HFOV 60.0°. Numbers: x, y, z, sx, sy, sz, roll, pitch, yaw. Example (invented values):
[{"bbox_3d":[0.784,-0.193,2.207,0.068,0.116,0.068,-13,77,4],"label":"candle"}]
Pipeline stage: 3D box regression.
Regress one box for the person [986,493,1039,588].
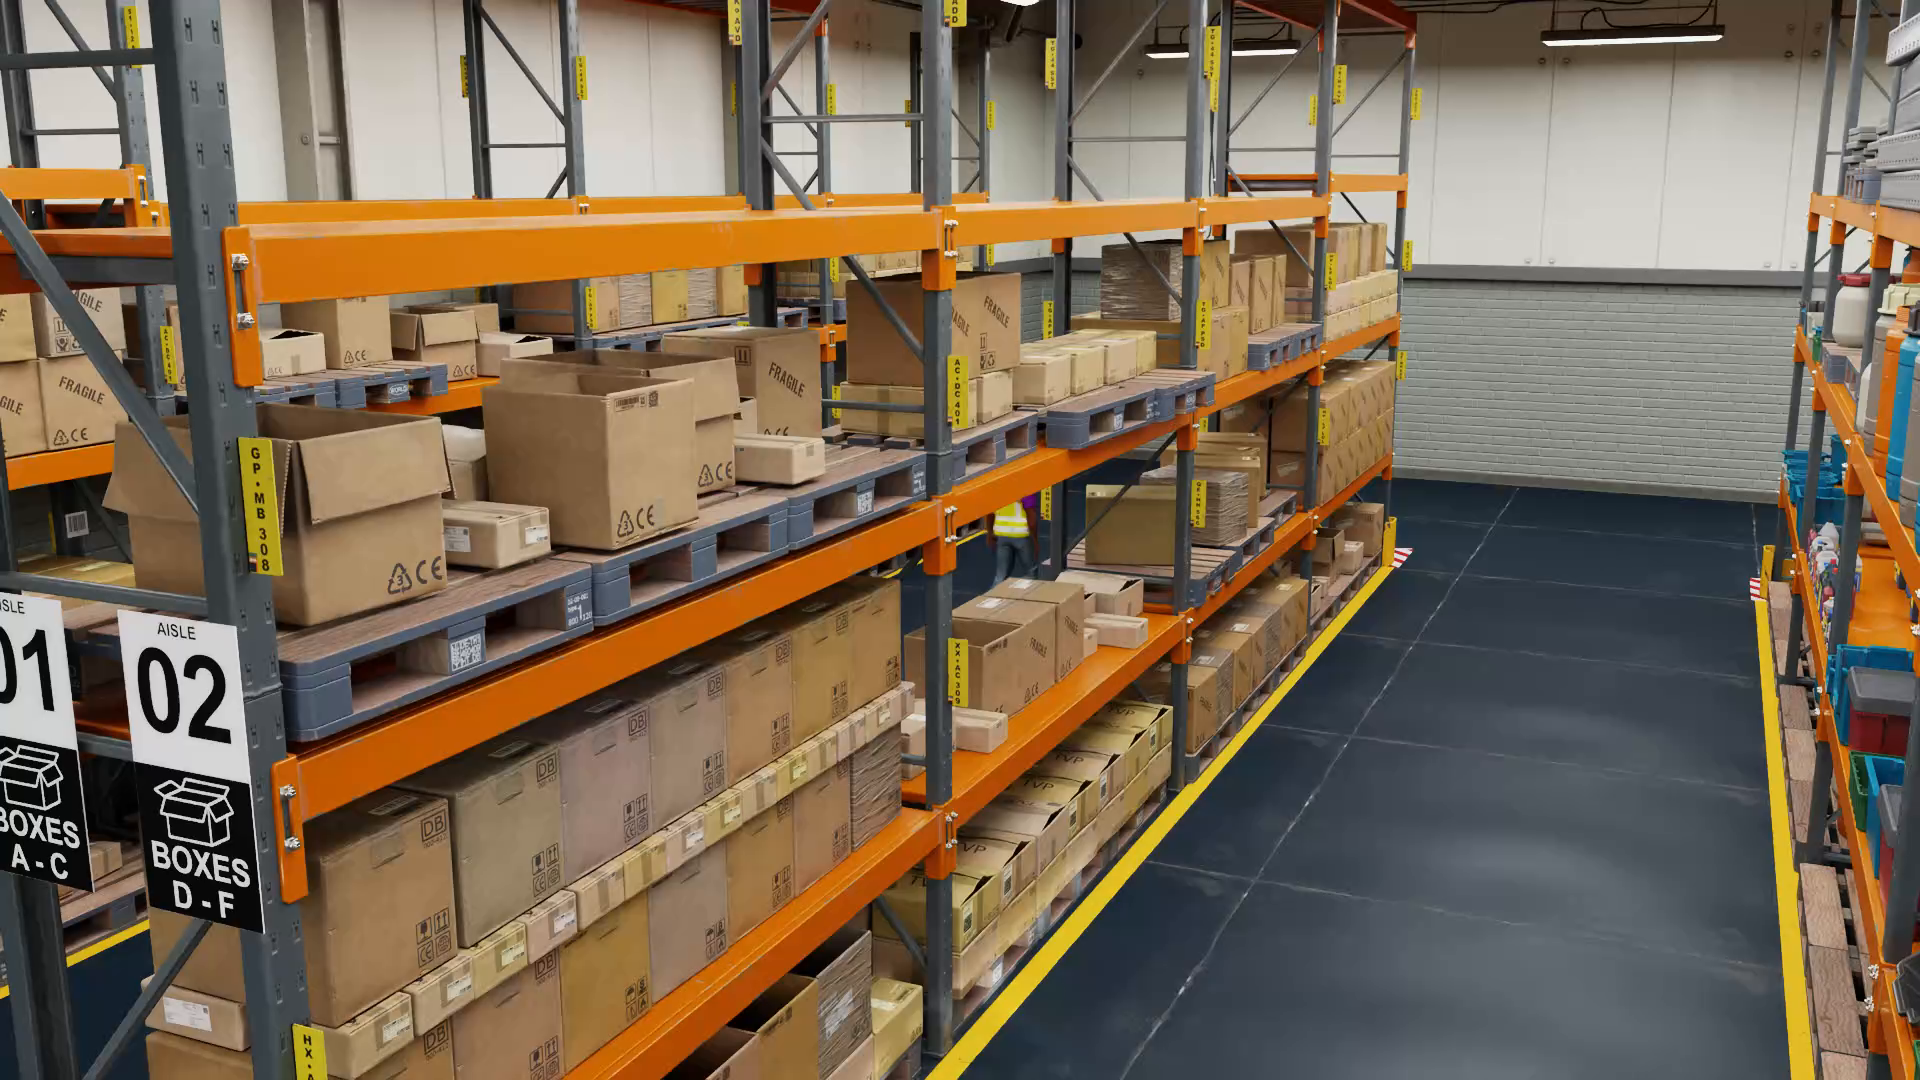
[{"bbox_3d":[0.500,-0.010,16.038,0.647,1.812,0.542,10,16,38],"label":"person"}]
